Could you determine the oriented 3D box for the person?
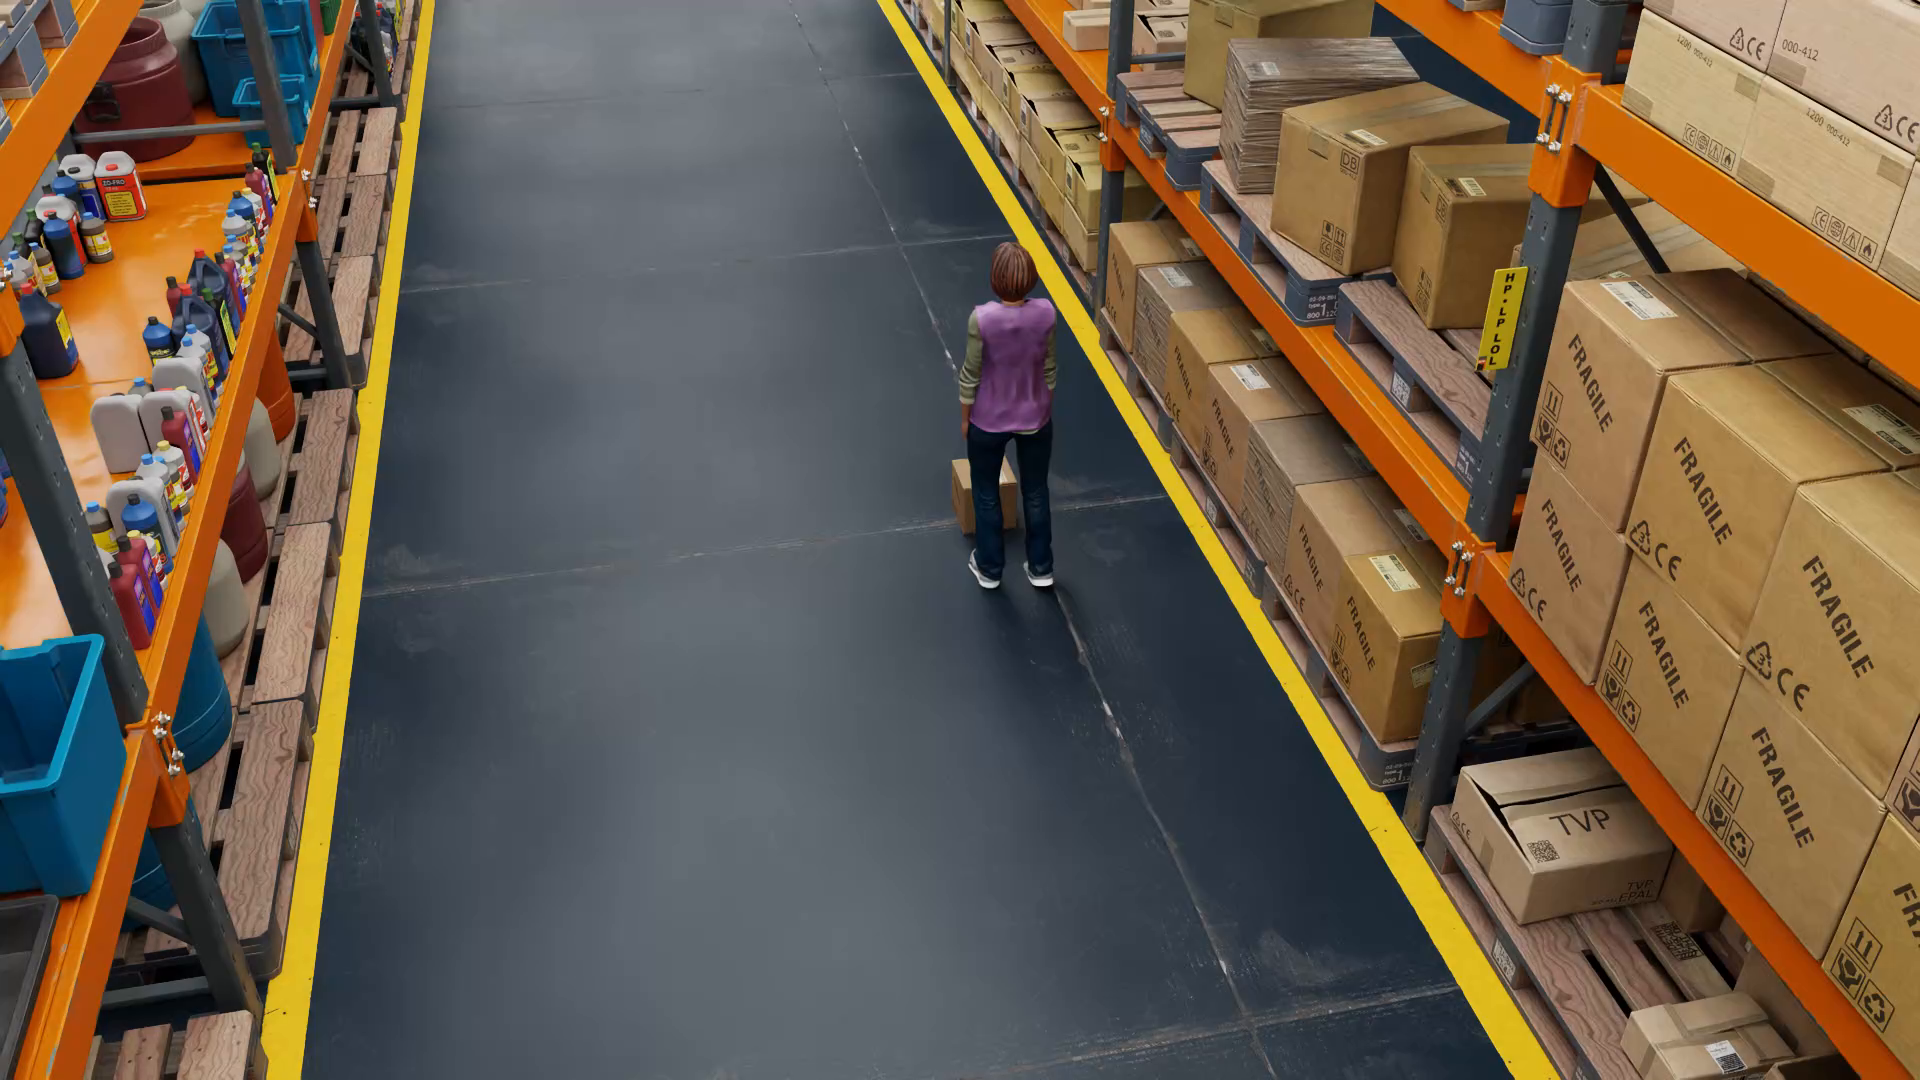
[{"bbox_3d":[0.193,-0.379,6.951,0.407,1.383,0.330,-7,35,-9],"label":"person"}]
